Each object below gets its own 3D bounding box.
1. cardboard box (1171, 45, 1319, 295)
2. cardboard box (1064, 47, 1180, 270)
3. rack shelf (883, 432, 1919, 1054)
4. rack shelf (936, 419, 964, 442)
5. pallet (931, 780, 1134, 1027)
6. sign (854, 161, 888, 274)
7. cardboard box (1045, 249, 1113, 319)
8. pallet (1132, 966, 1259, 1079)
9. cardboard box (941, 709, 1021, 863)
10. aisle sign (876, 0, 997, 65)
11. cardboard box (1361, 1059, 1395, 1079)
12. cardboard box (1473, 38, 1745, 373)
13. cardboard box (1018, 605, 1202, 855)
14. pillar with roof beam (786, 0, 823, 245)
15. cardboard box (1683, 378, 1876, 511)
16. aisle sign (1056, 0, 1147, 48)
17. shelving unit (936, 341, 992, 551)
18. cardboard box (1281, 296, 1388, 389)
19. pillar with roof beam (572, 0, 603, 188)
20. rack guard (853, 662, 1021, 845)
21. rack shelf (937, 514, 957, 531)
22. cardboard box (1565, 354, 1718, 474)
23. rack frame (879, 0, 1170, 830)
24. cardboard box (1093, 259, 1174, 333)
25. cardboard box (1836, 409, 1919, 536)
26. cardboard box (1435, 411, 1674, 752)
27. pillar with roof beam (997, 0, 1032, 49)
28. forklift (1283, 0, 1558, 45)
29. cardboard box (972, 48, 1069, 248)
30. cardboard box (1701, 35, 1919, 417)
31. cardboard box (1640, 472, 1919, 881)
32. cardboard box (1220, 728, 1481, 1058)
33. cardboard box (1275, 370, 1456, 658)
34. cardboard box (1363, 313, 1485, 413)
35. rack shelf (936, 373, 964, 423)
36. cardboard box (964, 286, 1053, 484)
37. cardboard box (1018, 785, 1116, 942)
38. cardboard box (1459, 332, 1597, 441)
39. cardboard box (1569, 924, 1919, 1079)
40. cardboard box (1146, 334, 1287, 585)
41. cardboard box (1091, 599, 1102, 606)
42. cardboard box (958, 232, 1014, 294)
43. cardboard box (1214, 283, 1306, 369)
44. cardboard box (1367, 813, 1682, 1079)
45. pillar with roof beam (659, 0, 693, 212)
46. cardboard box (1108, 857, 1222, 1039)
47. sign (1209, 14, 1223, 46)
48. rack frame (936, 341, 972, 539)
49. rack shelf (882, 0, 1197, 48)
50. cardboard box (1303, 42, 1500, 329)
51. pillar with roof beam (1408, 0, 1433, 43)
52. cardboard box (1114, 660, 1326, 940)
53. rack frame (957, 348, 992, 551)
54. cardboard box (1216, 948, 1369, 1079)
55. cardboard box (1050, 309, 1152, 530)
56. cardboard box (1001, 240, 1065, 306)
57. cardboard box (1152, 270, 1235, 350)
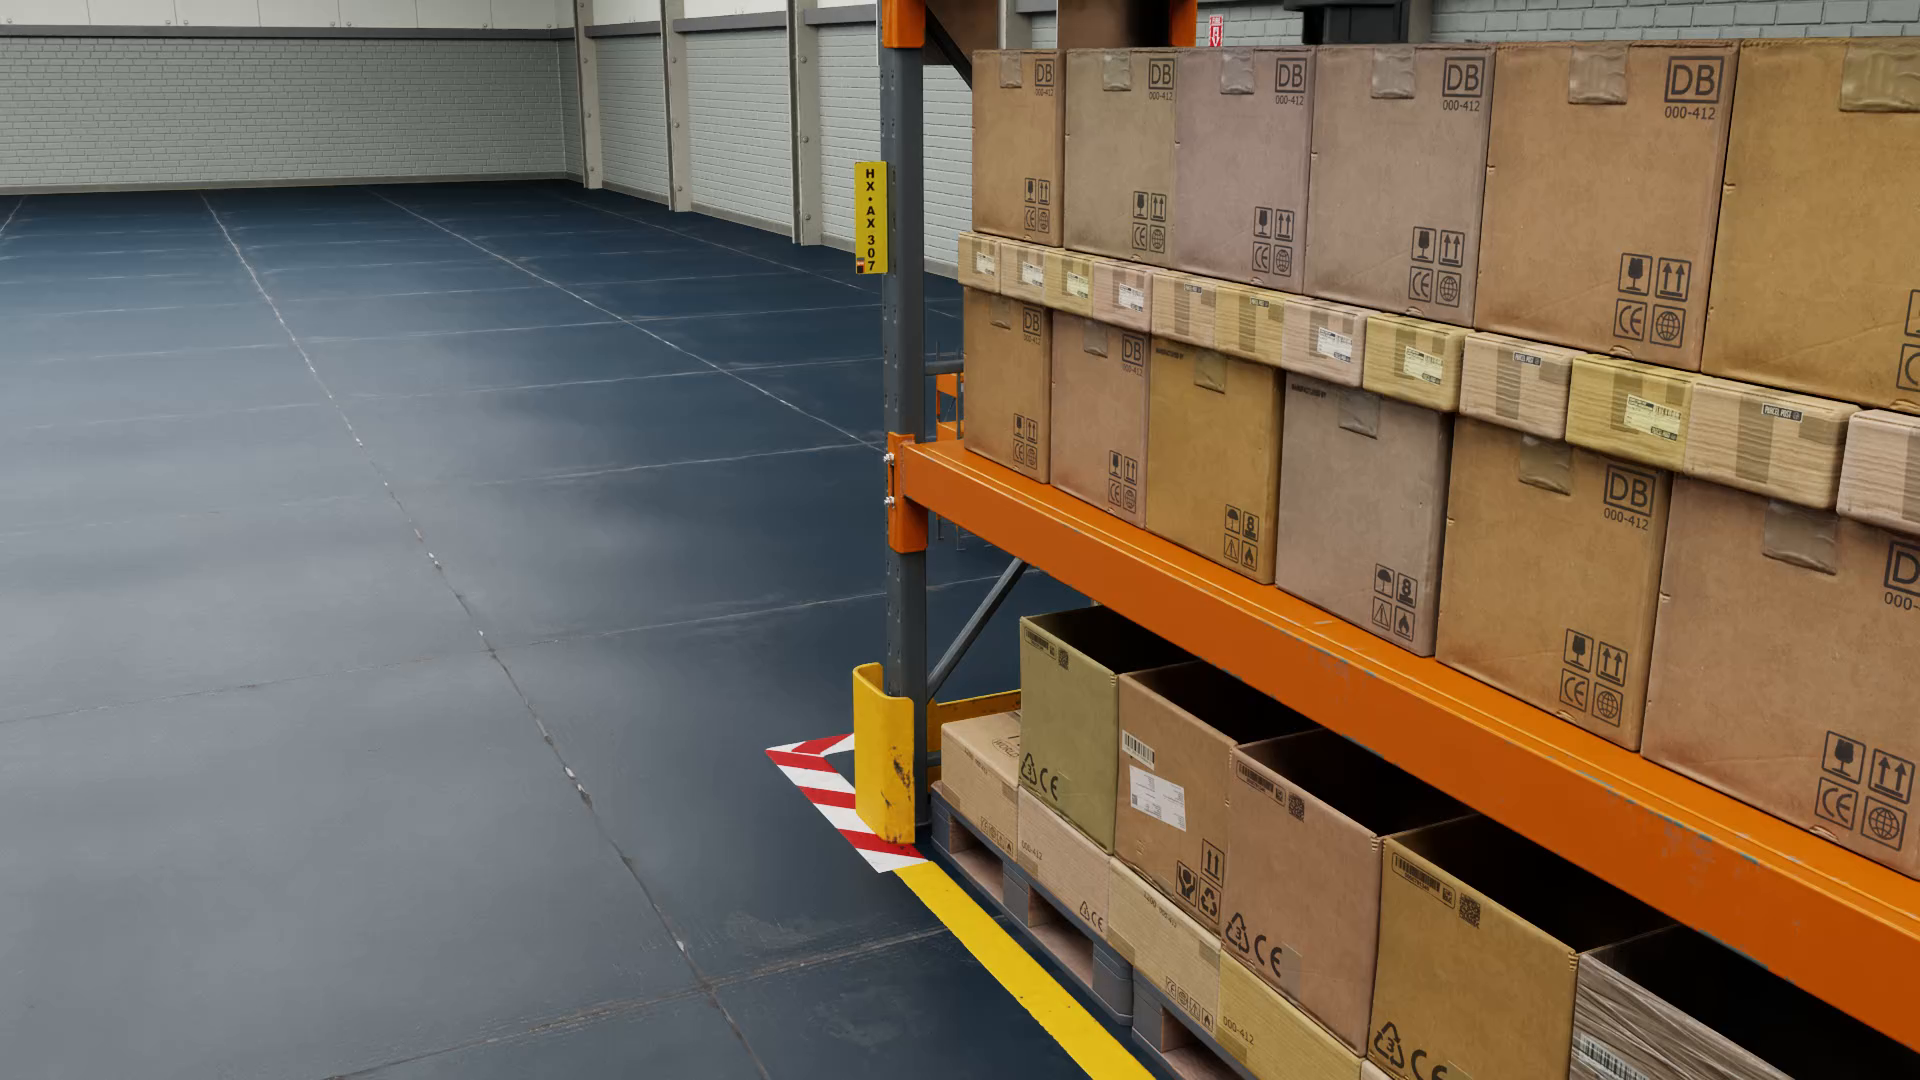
[{"bbox_3d":[0.912,-0.851,3.743,0.700,0.500,0.500,-8,18,-25],"label":"cardboard box"},{"bbox_3d":[0.690,-0.975,4.178,0.700,0.500,0.500,-8,18,-26],"label":"cardboard box"},{"bbox_3d":[1.115,0.278,3.649,1.077,0.370,4.000,-8,18,-25],"label":"rack shelf"},{"bbox_3d":[0.023,-0.481,8.563,0.215,0.259,0.240,-8,18,-25],"label":"rack shelf"},{"bbox_3d":[0.611,0.961,5.019,1.003,0.211,1.213,-8,18,-25],"label":"pallet"},{"bbox_3d":[-0.263,-0.953,4.919,0.100,0.325,0.005,-8,18,-25],"label":"sign"},{"bbox_3d":[0.443,-0.673,4.302,0.380,0.149,0.250,-8,18,-25],"label":"cardboard box"},{"bbox_3d":[1.142,1.263,3.967,1.003,0.211,1.213,-8,18,-25],"label":"pallet"},{"bbox_3d":[0.274,0.716,5.042,0.500,0.250,0.500,-8,18,-25],"label":"cardboard box"},{"bbox_3d":[-0.065,-1.793,4.847,0.394,0.787,0.004,-8,18,-25],"label":"aisle sign"},{"bbox_3d":[1.149,1.212,3.314,0.500,0.250,0.500,-8,18,-25],"label":"cardboard box"},{"bbox_3d":[1.350,-0.602,2.879,0.700,0.500,0.500,-8,18,-25],"label":"cardboard box"},{"bbox_3d":[0.494,0.479,4.507,0.500,0.500,0.500,-8,18,-25],"label":"cardboard box"},{"bbox_3d":[-5.981,-7.921,20.039,9.100,9.000,0.400,-8,18,-25],"label":"pillar with roof beam"},{"bbox_3d":[1.340,-0.165,2.529,0.380,0.149,0.250,-8,18,-25],"label":"cardboard box"},{"bbox_3d":[0.474,-1.865,5.100,0.394,0.787,0.004,-8,18,-25],"label":"aisle sign"},{"bbox_3d":[0.023,-0.491,8.560,0.215,1.050,0.252,-8,18,-25],"label":"shelving unit"},{"bbox_3d":[0.890,-0.419,3.416,0.380,0.149,0.250,-7,18,-24],"label":"cardboard box"},{"bbox_3d":[-11.238,-10.897,30.408,9.100,9.000,0.400,-8,18,-25],"label":"pillar with roof beam"},{"bbox_3d":[0.228,0.632,5.643,1.175,0.500,0.348,-8,18,-25],"label":"rack guard"},{"bbox_3d":[0.023,-0.214,8.639,0.215,0.259,0.240,-8,18,-25],"label":"rack shelf"},{"bbox_3d":[1.235,-0.226,2.743,0.380,0.149,0.250,-8,18,-25],"label":"cardboard box"},{"bbox_3d":[0.239,-0.564,5.278,1.000,3.000,0.127,-8,18,-25],"label":"rack frame"},{"bbox_3d":[0.552,-0.610,4.083,0.380,0.149,0.250,-8,18,-26],"label":"cardboard box"},{"bbox_3d":[1.456,-0.100,2.303,0.380,0.149,0.250,-8,18,-27],"label":"cardboard box"},{"bbox_3d":[1.338,0.016,3.077,0.700,0.500,0.500,-7,18,-24],"label":"cardboard box"},{"bbox_3d":[-3.353,-6.433,14.855,9.100,9.000,0.400,-8,18,-25],"label":"pillar with roof beam"},{"bbox_3d":[2.403,-1.379,8.243,3.031,2.935,1.130,1,16,3],"label":"forklift"},{"bbox_3d":[0.455,-1.105,4.631,0.700,0.500,0.500,-8,18,-25],"label":"cardboard box"},{"bbox_3d":[1.569,-0.478,2.446,0.700,0.500,0.500,-8,18,-25],"label":"cardboard box"},{"bbox_3d":[1.554,0.141,2.642,0.700,0.500,0.500,-8,18,-25],"label":"cardboard box"},{"bbox_3d":[0.928,0.728,3.641,0.500,0.500,0.500,-8,18,-25],"label":"cardboard box"},{"bbox_3d":[1.112,-0.111,3.519,0.700,0.500,0.500,-7,17,-23],"label":"cardboard box"},{"bbox_3d":[1.005,-0.354,3.189,0.380,0.149,0.250,-7,17,-23],"label":"cardboard box"},{"bbox_3d":[0.023,-0.754,8.484,0.215,0.259,0.240,-8,18,-25],"label":"rack shelf"},{"bbox_3d":[0.432,-0.495,4.855,0.700,0.500,0.500,-8,18,-25],"label":"cardboard box"},{"bbox_3d":[0.496,0.839,4.612,0.500,0.250,0.500,-8,18,-25],"label":"cardboard box"},{"bbox_3d":[1.124,-0.289,2.961,0.380,0.149,0.250,-7,17,-23],"label":"cardboard box"},{"bbox_3d":[1.383,0.973,2.785,0.500,0.500,0.500,-8,18,-25],"label":"cardboard box"},{"bbox_3d":[0.878,-0.241,3.972,0.700,0.500,0.500,-8,18,-25],"label":"cardboard box"},{"bbox_3d":[0.741,0.292,5.158,0.500,0.500,0.500,-8,18,-25],"label":"cardboard box"},{"bbox_3d":[0.217,-0.800,4.745,0.380,0.149,0.250,-8,18,-25],"label":"cardboard box"},{"bbox_3d":[0.783,-0.481,3.633,0.380,0.149,0.250,-8,18,-26],"label":"cardboard box"},{"bbox_3d":[1.160,0.850,3.216,0.500,0.500,0.500,-8,18,-25],"label":"cardboard box"},{"bbox_3d":[-8.610,-9.409,25.223,9.100,9.000,0.400,-8,18,-25],"label":"pillar with roof beam"},{"bbox_3d":[0.715,0.963,4.179,0.500,0.250,0.500,-8,18,-25],"label":"cardboard box"},{"bbox_3d":[2.184,-4.328,14.191,0.001,0.298,0.199,-8,18,-25],"label":"sign"},{"bbox_3d":[-0.030,-0.522,8.665,0.200,1.050,0.008,-8,18,-25],"label":"rack frame"},{"bbox_3d":[1.115,-1.164,3.235,1.077,0.370,4.000,-8,18,-25],"label":"rack shelf"},{"bbox_3d":[1.131,-0.726,3.310,0.700,0.500,0.500,-8,18,-25],"label":"cardboard box"},{"bbox_3d":[-0.724,-4.946,9.670,9.100,9.000,0.400,-8,18,-25],"label":"pillar with roof beam"},{"bbox_3d":[0.725,0.601,4.081,0.500,0.500,0.500,-8,18,-25],"label":"cardboard box"},{"bbox_3d":[0.077,-0.461,8.454,0.200,1.050,0.008,-8,18,-25],"label":"rack frame"},{"bbox_3d":[0.929,1.088,3.745,0.500,0.250,0.500,-8,18,-25],"label":"cardboard box"},{"bbox_3d":[0.666,-0.365,4.404,0.700,0.500,0.500,-7,17,-23],"label":"cardboard box"},{"bbox_3d":[0.335,-0.735,4.518,0.380,0.149,0.250,-8,18,-26],"label":"cardboard box"},{"bbox_3d":[0.671,-0.545,3.853,0.380,0.149,0.250,-8,18,-27],"label":"cardboard box"}]
